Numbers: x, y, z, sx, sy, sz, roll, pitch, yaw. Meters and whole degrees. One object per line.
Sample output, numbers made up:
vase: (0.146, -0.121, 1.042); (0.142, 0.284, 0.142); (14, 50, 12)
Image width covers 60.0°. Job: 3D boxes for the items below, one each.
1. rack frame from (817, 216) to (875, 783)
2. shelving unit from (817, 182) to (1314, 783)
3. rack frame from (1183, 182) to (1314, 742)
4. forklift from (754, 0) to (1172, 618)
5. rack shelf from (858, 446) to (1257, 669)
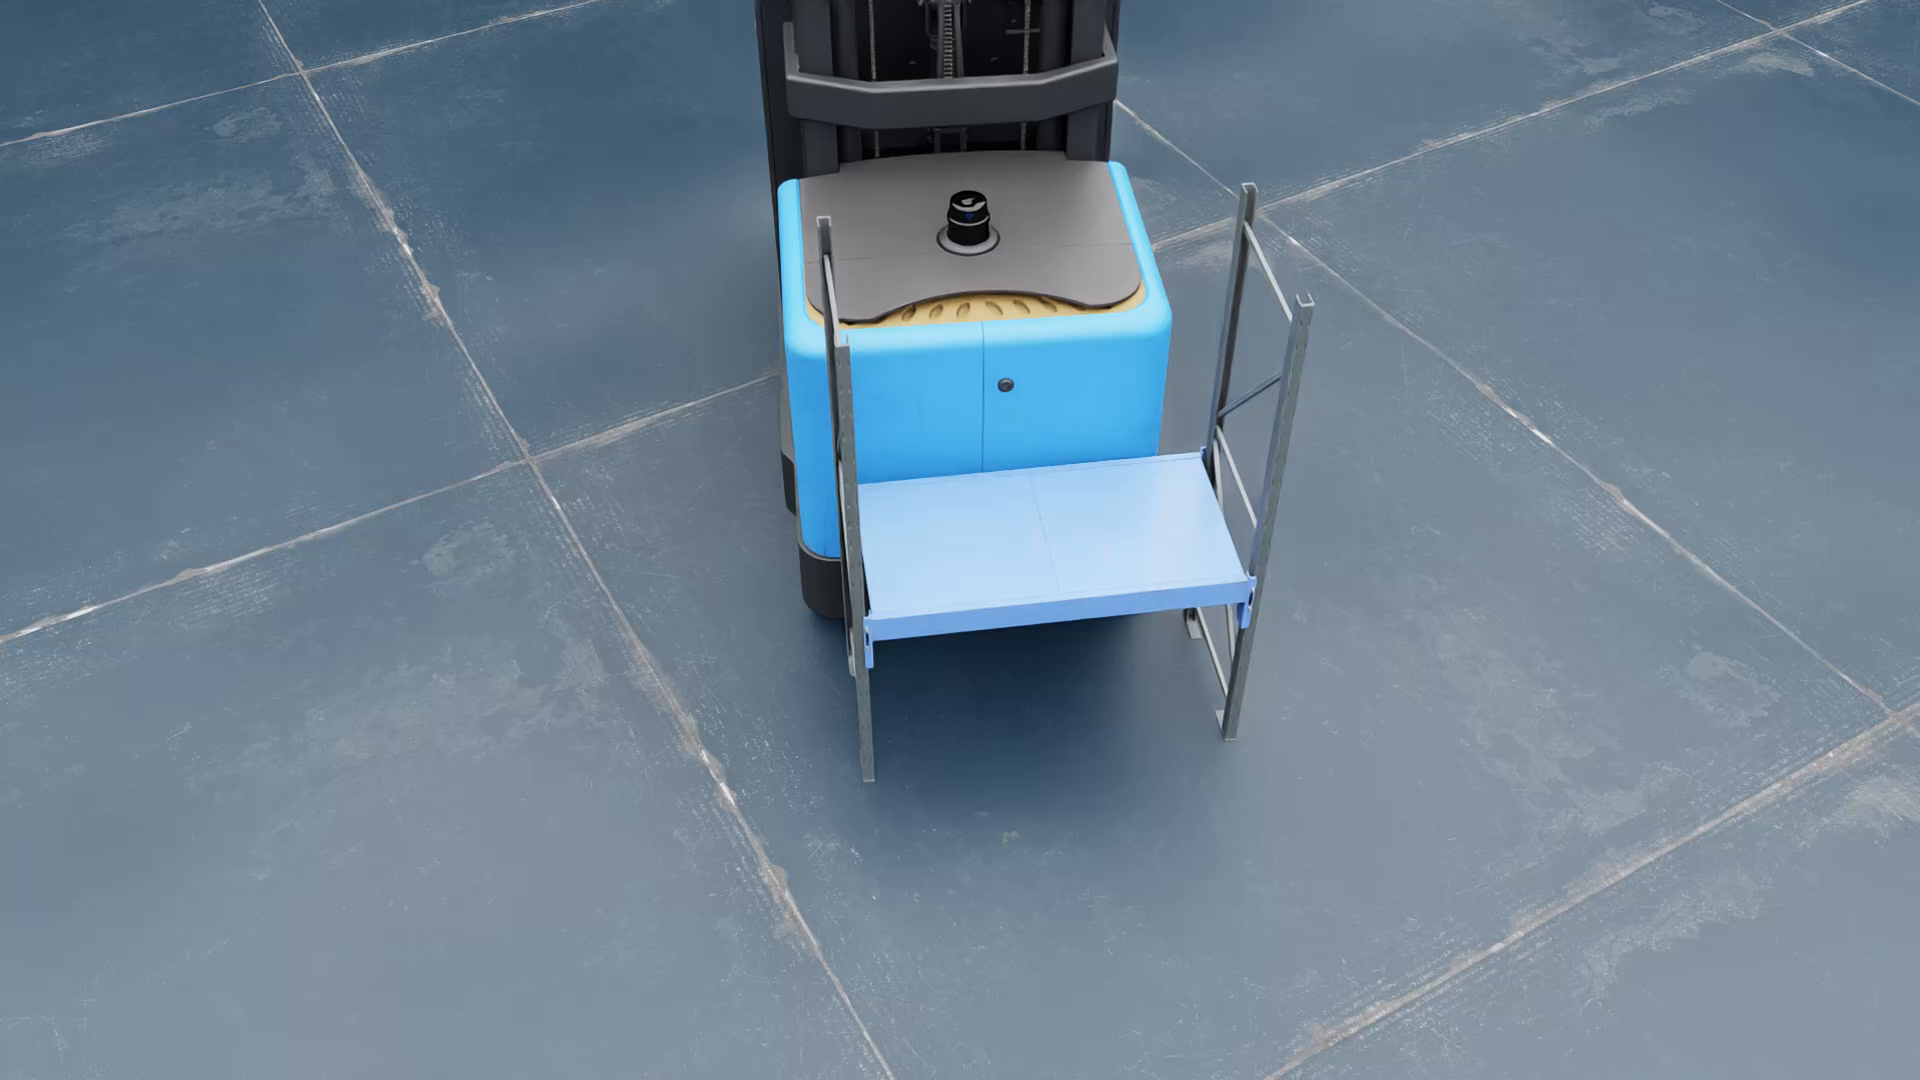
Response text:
rack frame: (-0.284, -0.044, 4.219); (0.032, 1.500, 0.500); (-6, 44, -6)
shelving unit: (0.220, -0.094, 4.270); (1.048, 1.500, 0.538); (-6, 44, -6)
rack frame: (0.723, -0.144, 4.322); (0.032, 1.500, 0.500); (-6, 44, -6)
forklift: (-0.092, -1.848, 5.050); (1.130, 2.935, 3.031); (-4, 44, -4)
rack shelf: (0.220, 0.035, 4.395); (1.000, 0.185, 0.538); (-6, 44, -6)
